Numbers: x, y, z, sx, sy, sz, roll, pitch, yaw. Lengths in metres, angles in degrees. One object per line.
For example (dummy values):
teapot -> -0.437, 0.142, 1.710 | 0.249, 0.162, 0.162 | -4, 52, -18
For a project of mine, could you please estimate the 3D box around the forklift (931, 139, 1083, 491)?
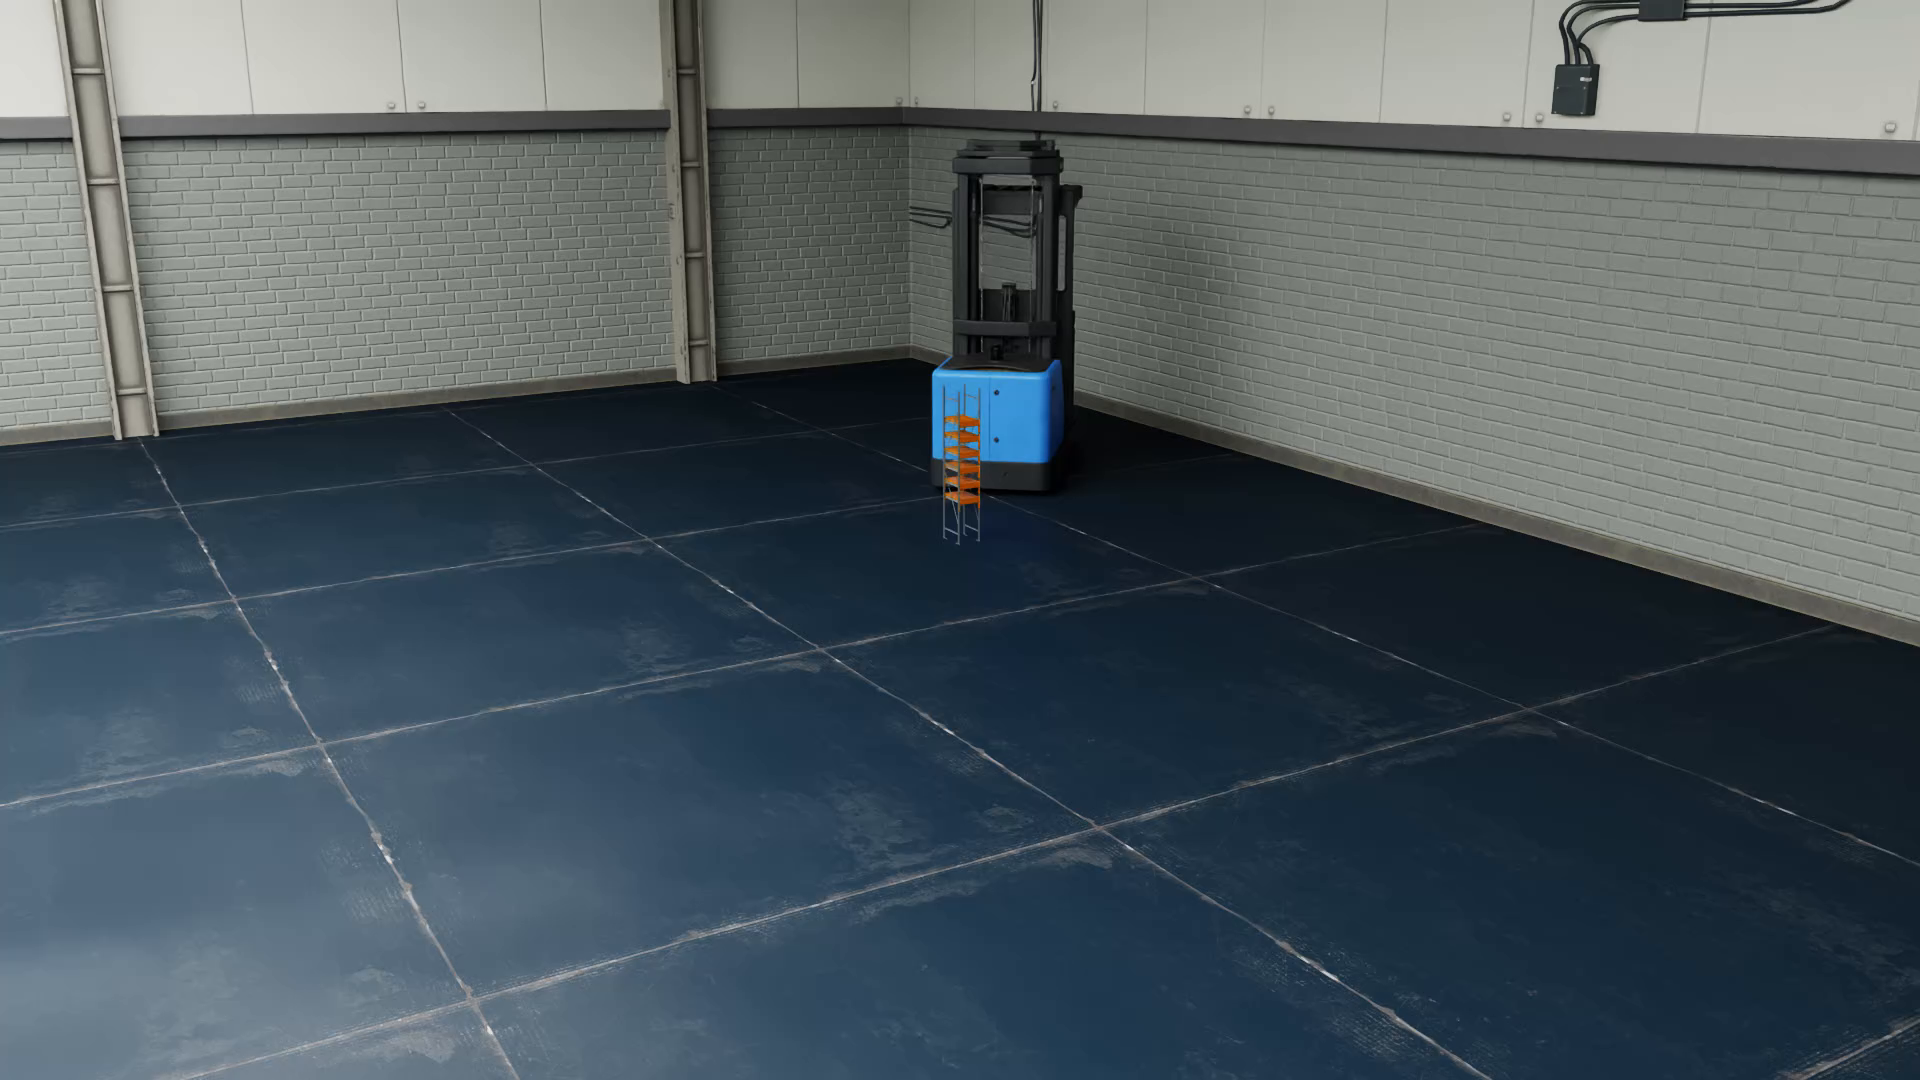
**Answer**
forklift -> 0.518, -2.181, 15.259 | 1.130, 2.935, 3.031 | 3, 16, 10

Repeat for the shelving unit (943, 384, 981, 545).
shelving unit -> 0.012, -0.580, 12.755 | 0.189, 1.200, 0.258 | -9, 18, -30

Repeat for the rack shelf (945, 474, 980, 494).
rack shelf -> 0.012, -0.421, 12.799 | 0.180, 0.103, 0.258 | -9, 18, -30

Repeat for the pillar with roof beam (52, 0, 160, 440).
pillar with roof beam -> -6.034, -4.389, 11.893 | 0.400, 9.000, 9.100 | -9, 18, -30

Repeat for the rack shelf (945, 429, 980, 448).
rack shelf -> 0.012, -0.768, 12.702 | 0.180, 0.103, 0.258 | -9, 18, -30

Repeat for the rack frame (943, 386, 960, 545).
rack frame -> -0.066, -0.567, 12.710 | 0.006, 1.200, 0.240 | -9, 18, -30

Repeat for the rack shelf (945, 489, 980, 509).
rack shelf -> 0.012, -0.306, 12.832 | 0.180, 0.103, 0.258 | -9, 18, -30

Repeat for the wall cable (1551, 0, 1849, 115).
wall cable -> 4.973, -5.761, 10.489 | 0.169, 6.003, 2.305 | -9, 18, -30

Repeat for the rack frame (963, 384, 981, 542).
rack frame -> 0.091, -0.592, 12.800 | 0.006, 1.200, 0.240 | -9, 18, -30

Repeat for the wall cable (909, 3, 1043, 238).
wall cable -> 0.098, -4.827, 19.211 | 0.112, 2.526, 3.097 | -9, 18, -30

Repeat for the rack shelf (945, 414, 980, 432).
rack shelf -> 0.012, -0.884, 12.670 | 0.180, 0.103, 0.258 | -9, 18, -30

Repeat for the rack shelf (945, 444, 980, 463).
rack shelf -> 0.012, -0.653, 12.735 | 0.180, 0.103, 0.258 | -9, 18, -30

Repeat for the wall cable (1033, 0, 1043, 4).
wall cable -> 1.491, -6.633, 16.296 | 0.112, 2.526, 3.097 | -9, 18, -30

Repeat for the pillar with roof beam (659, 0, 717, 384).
pillar with roof beam -> -0.891, -5.223, 14.869 | 0.400, 9.000, 9.100 | -9, 18, -30

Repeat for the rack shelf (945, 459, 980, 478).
rack shelf -> 0.012, -0.537, 12.767 | 0.180, 0.103, 0.258 | -9, 18, -30
